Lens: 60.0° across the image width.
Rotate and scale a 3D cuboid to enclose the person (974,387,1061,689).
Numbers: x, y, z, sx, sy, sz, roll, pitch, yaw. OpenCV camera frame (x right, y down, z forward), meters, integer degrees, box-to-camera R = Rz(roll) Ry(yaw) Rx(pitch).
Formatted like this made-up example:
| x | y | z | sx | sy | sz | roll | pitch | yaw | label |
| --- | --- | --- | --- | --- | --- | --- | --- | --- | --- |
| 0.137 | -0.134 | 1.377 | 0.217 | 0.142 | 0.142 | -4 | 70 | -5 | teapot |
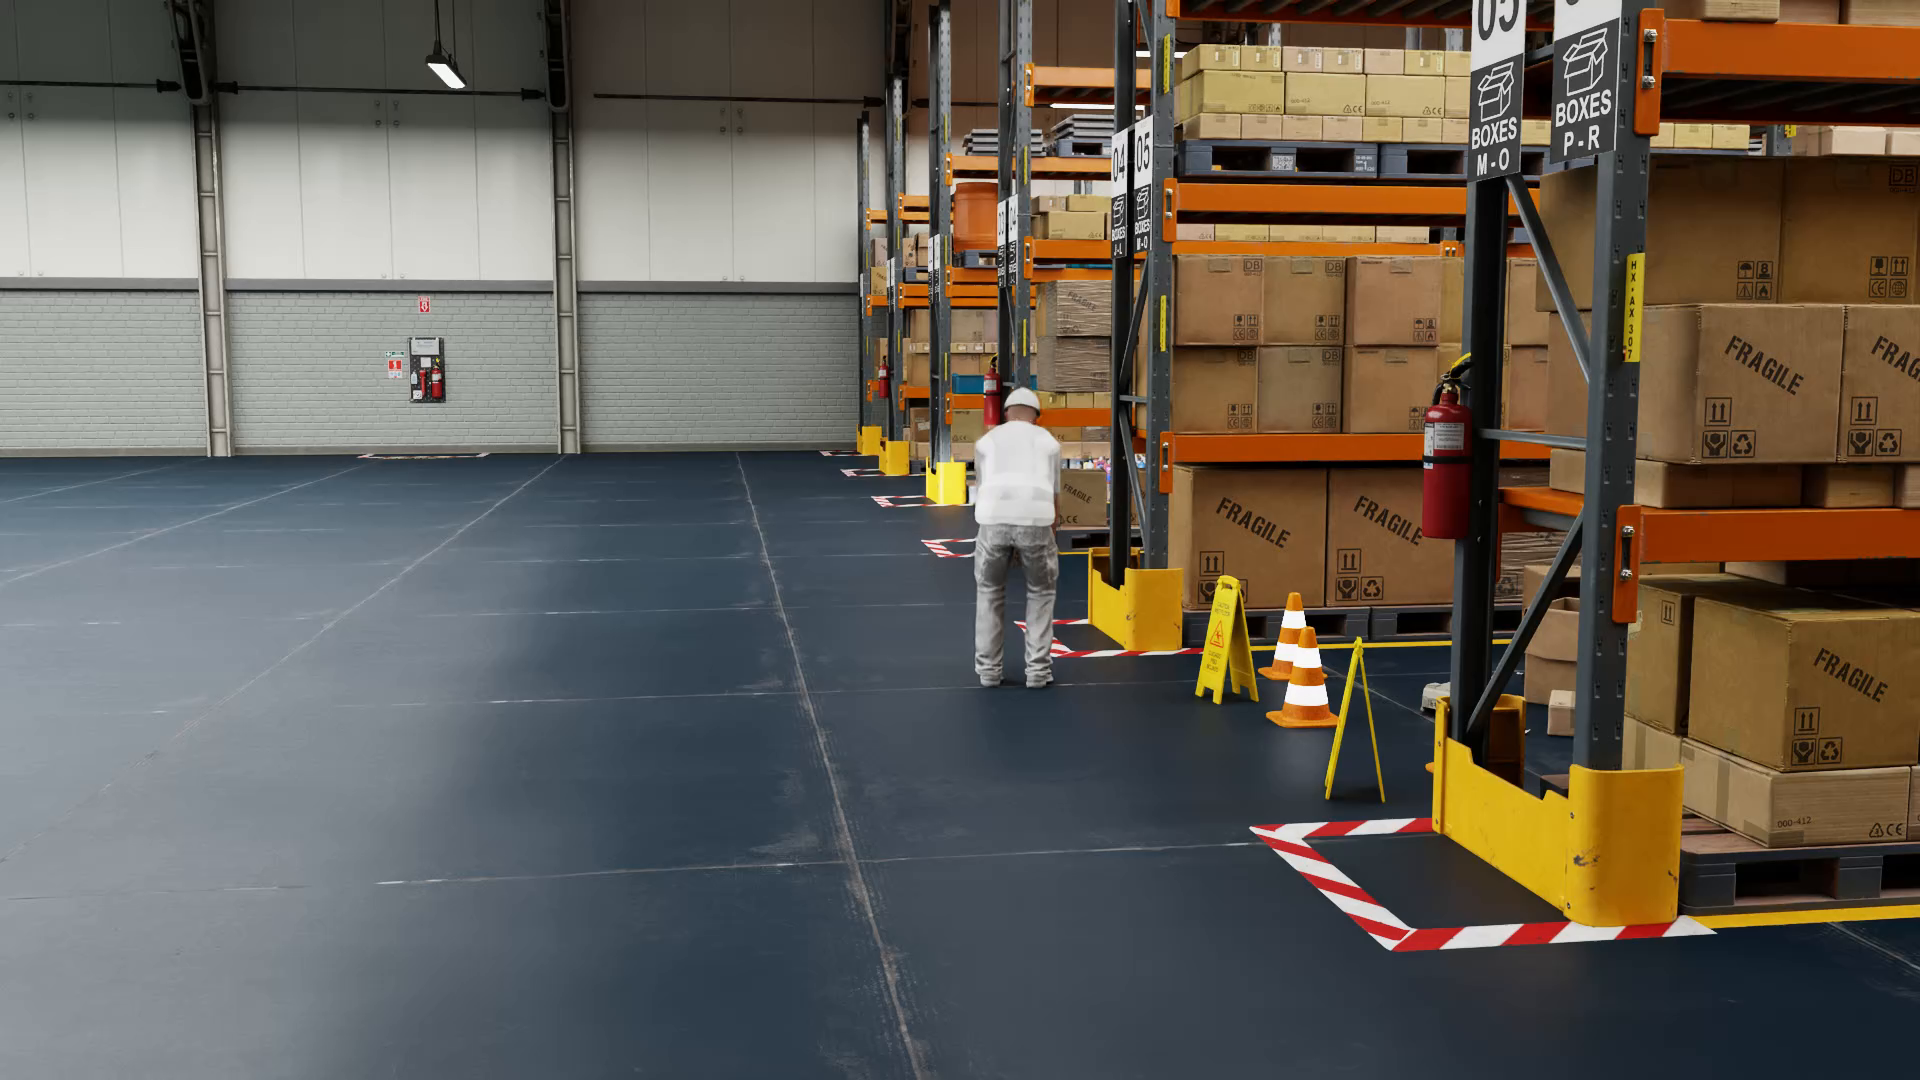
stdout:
| x | y | z | sx | sy | sz | roll | pitch | yaw | label |
| --- | --- | --- | --- | --- | --- | --- | --- | --- | --- |
| 0.318 | -0.030 | 9.167 | 0.475 | 1.608 | 0.771 | 1 | 6 | 8 | person |
